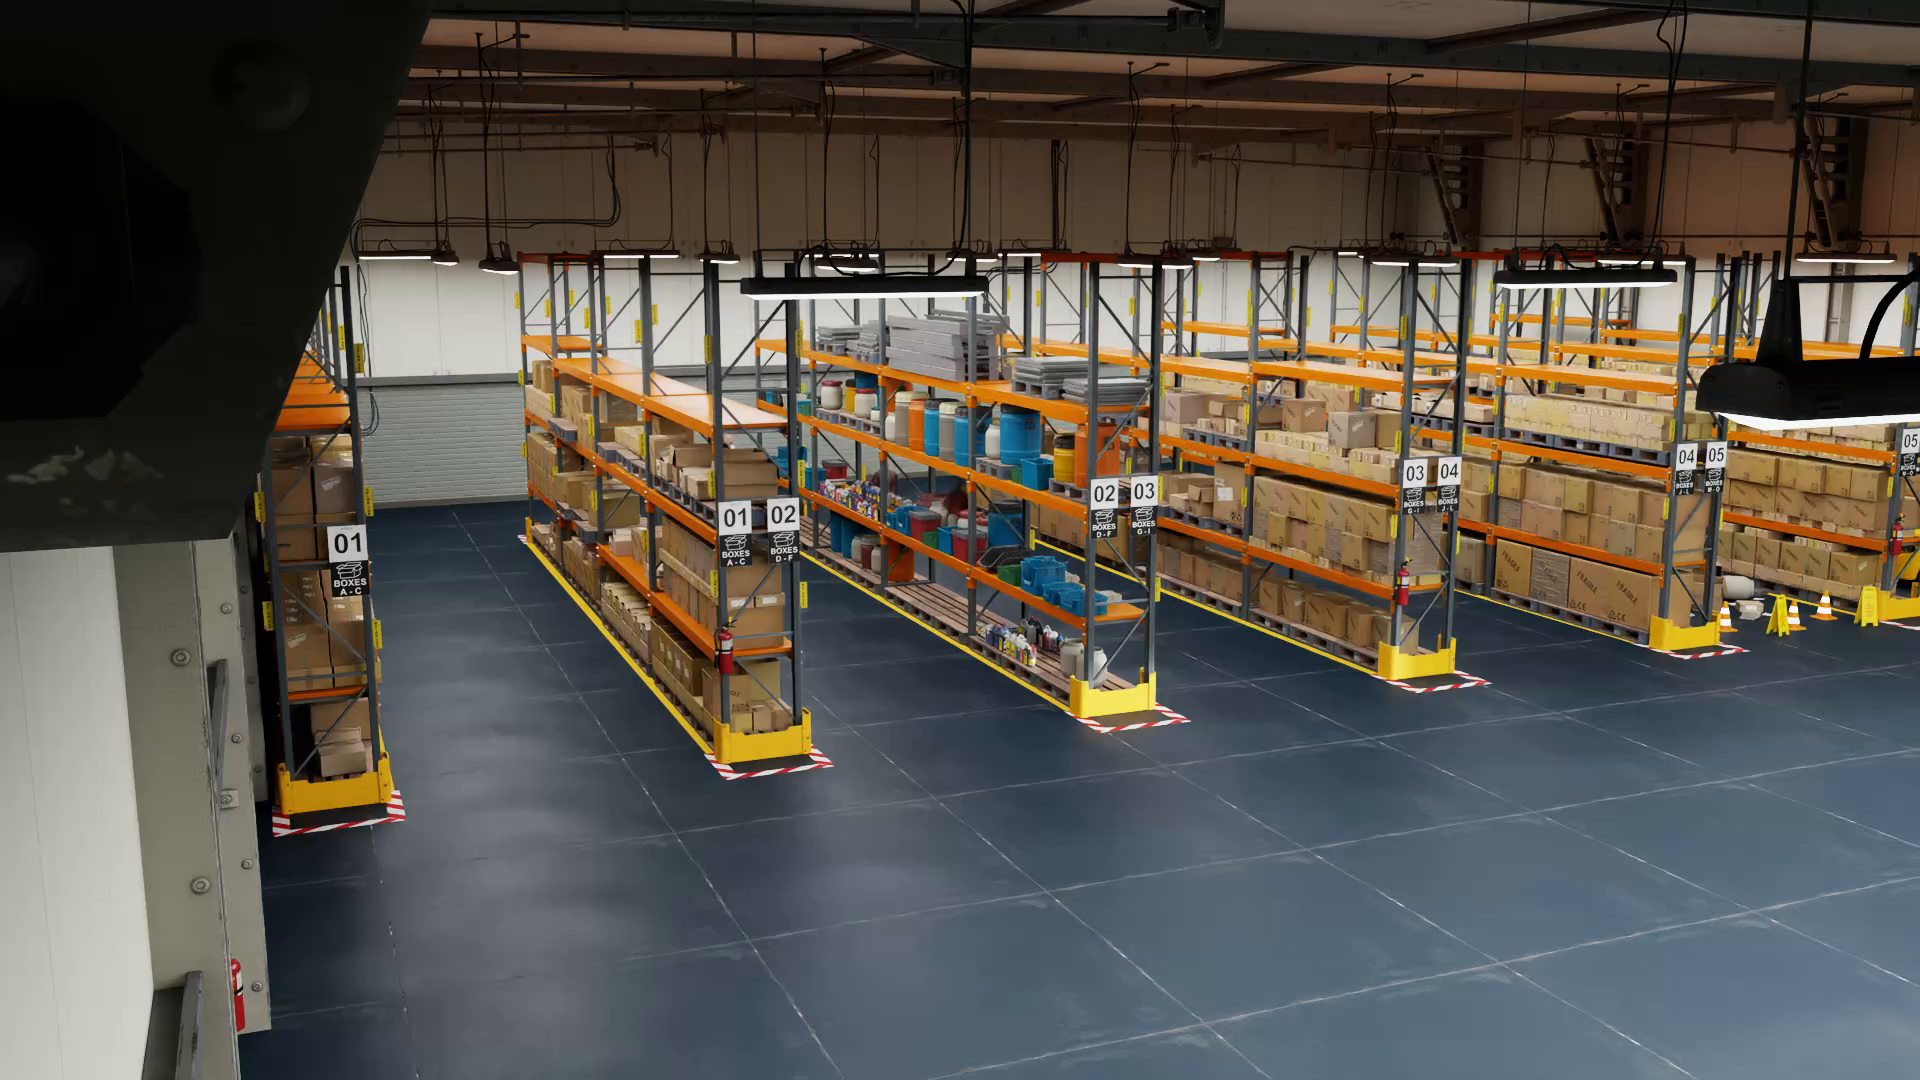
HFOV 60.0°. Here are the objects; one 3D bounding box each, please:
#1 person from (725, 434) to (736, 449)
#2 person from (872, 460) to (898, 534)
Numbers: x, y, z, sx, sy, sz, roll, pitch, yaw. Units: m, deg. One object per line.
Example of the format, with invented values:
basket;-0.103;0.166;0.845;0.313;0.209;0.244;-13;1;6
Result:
person;-5.376;-1.617;39.050;1.126;1.734;0.704;6;12;28
person;-1.534;-0.829;34.625;0.632;1.729;1.047;-5;11;-25
